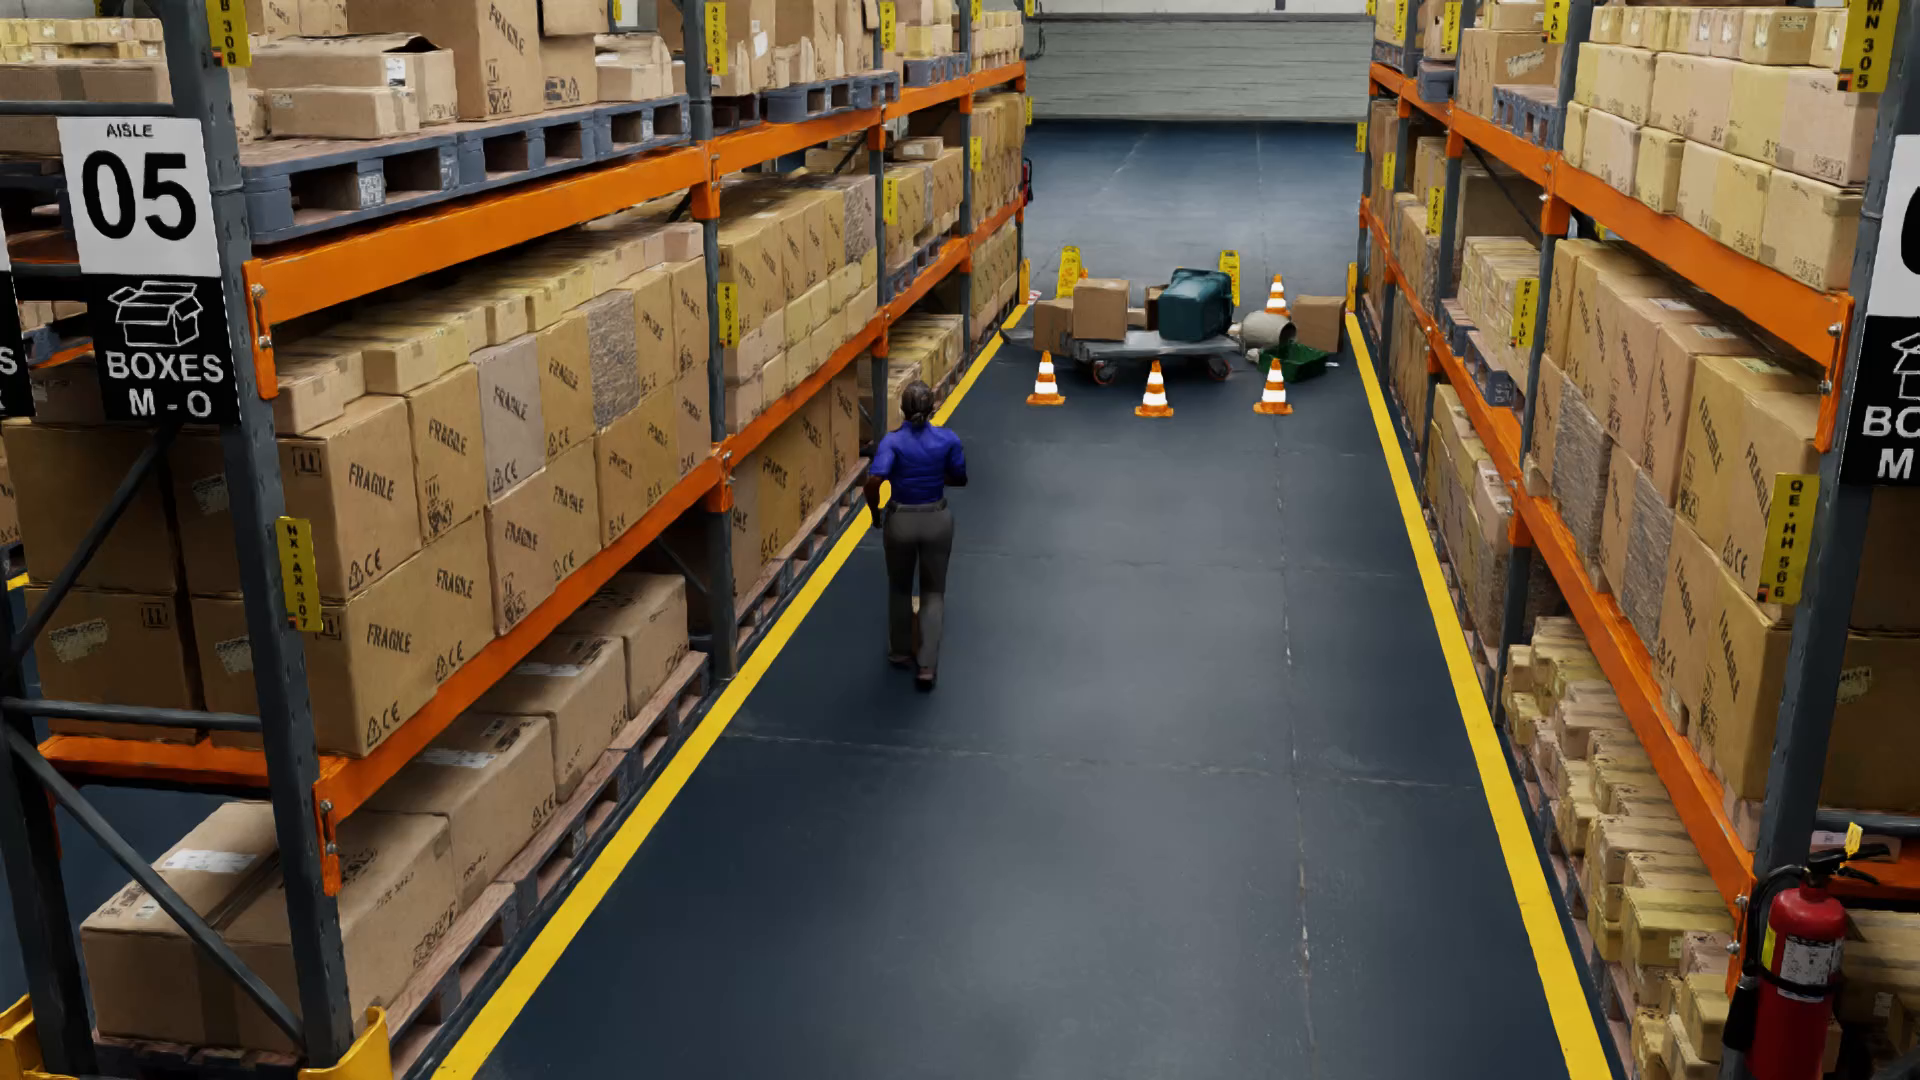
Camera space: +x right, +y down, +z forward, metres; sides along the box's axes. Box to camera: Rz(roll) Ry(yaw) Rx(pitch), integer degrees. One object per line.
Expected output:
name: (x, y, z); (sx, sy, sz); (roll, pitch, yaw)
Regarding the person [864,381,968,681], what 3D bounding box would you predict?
person: (-0.232, -0.046, 8.786); (0.541, 1.680, 0.687); (-1, 18, -3)
